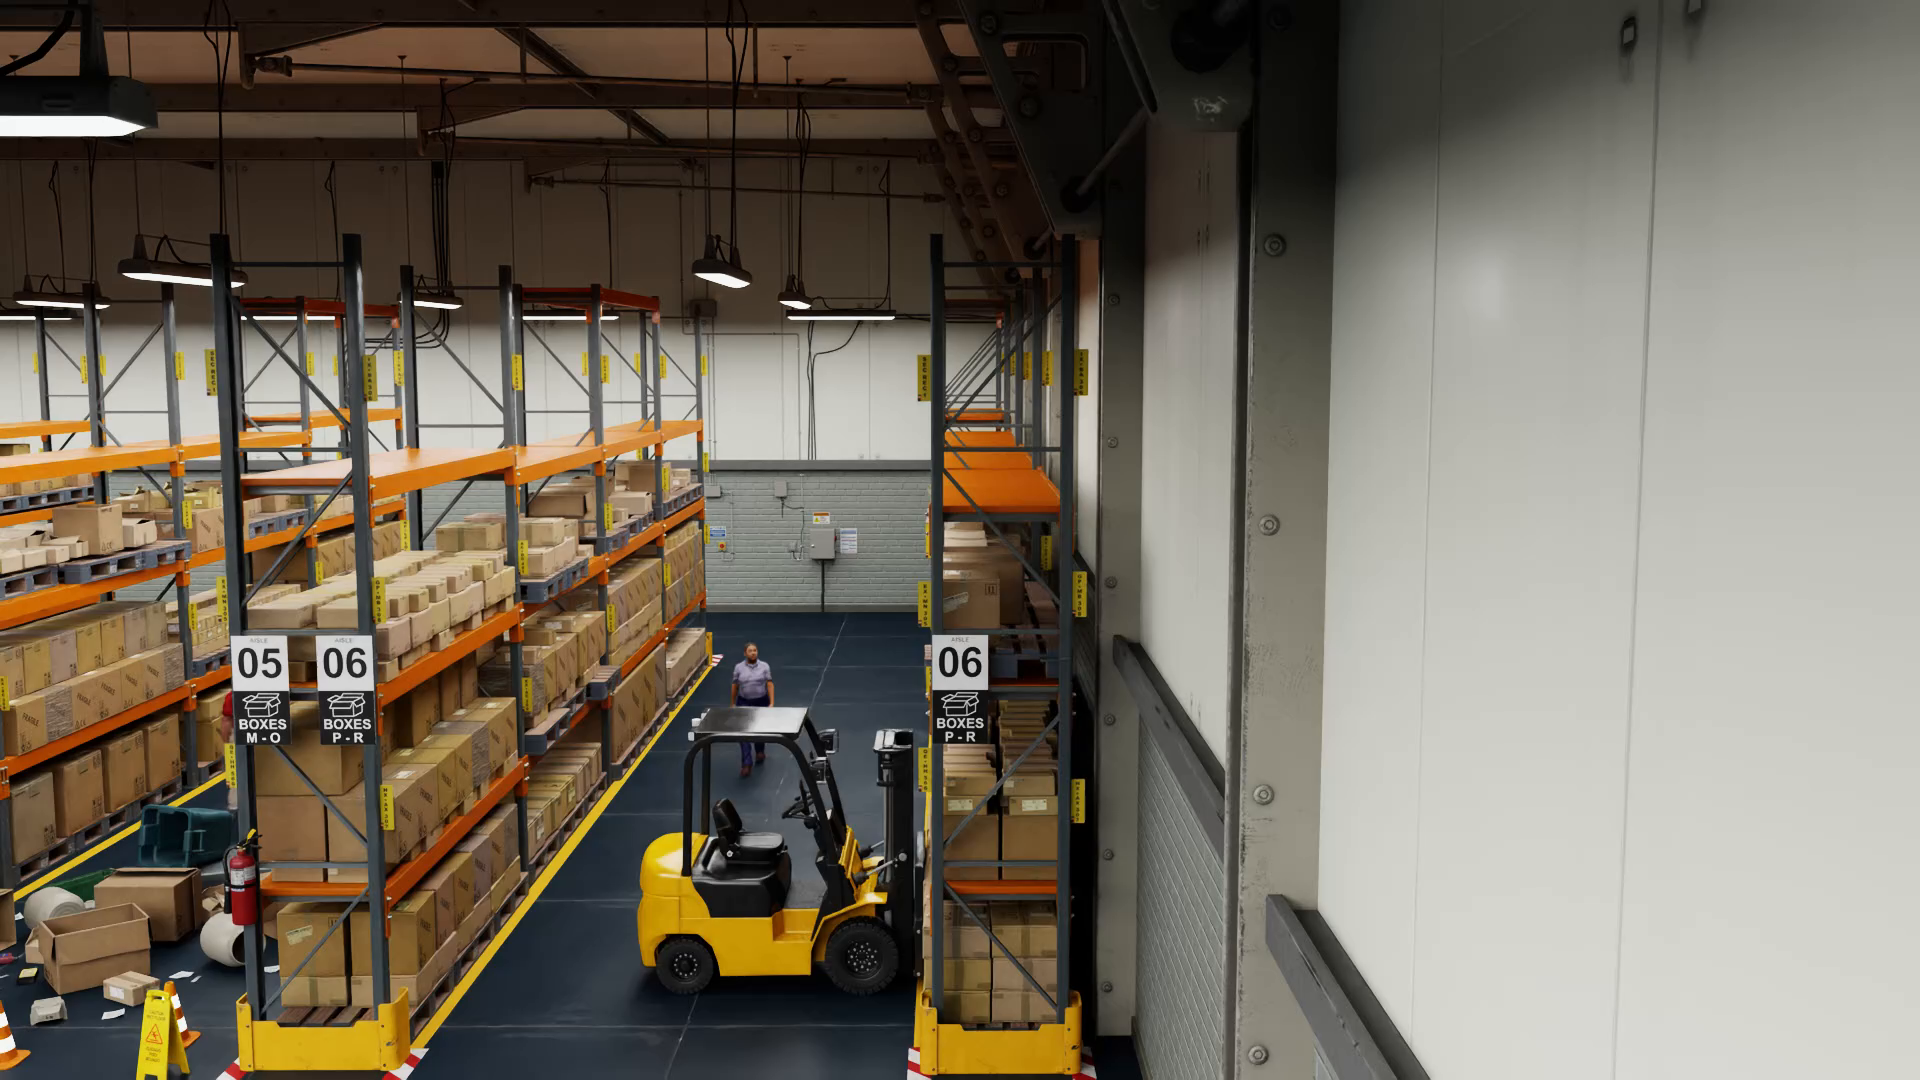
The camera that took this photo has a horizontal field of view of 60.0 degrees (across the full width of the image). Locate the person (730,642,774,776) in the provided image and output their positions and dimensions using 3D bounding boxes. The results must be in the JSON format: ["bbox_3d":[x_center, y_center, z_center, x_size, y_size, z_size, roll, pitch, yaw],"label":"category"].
[{"bbox_3d":[-2.596,2.108,20.808,0.540,1.496,1.064,-1,6,-10],"label":"person"}]

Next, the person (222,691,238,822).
[{"bbox_3d":[-7.876,2.274,18.388,0.574,1.726,0.470,0,6,3],"label":"person"}]
